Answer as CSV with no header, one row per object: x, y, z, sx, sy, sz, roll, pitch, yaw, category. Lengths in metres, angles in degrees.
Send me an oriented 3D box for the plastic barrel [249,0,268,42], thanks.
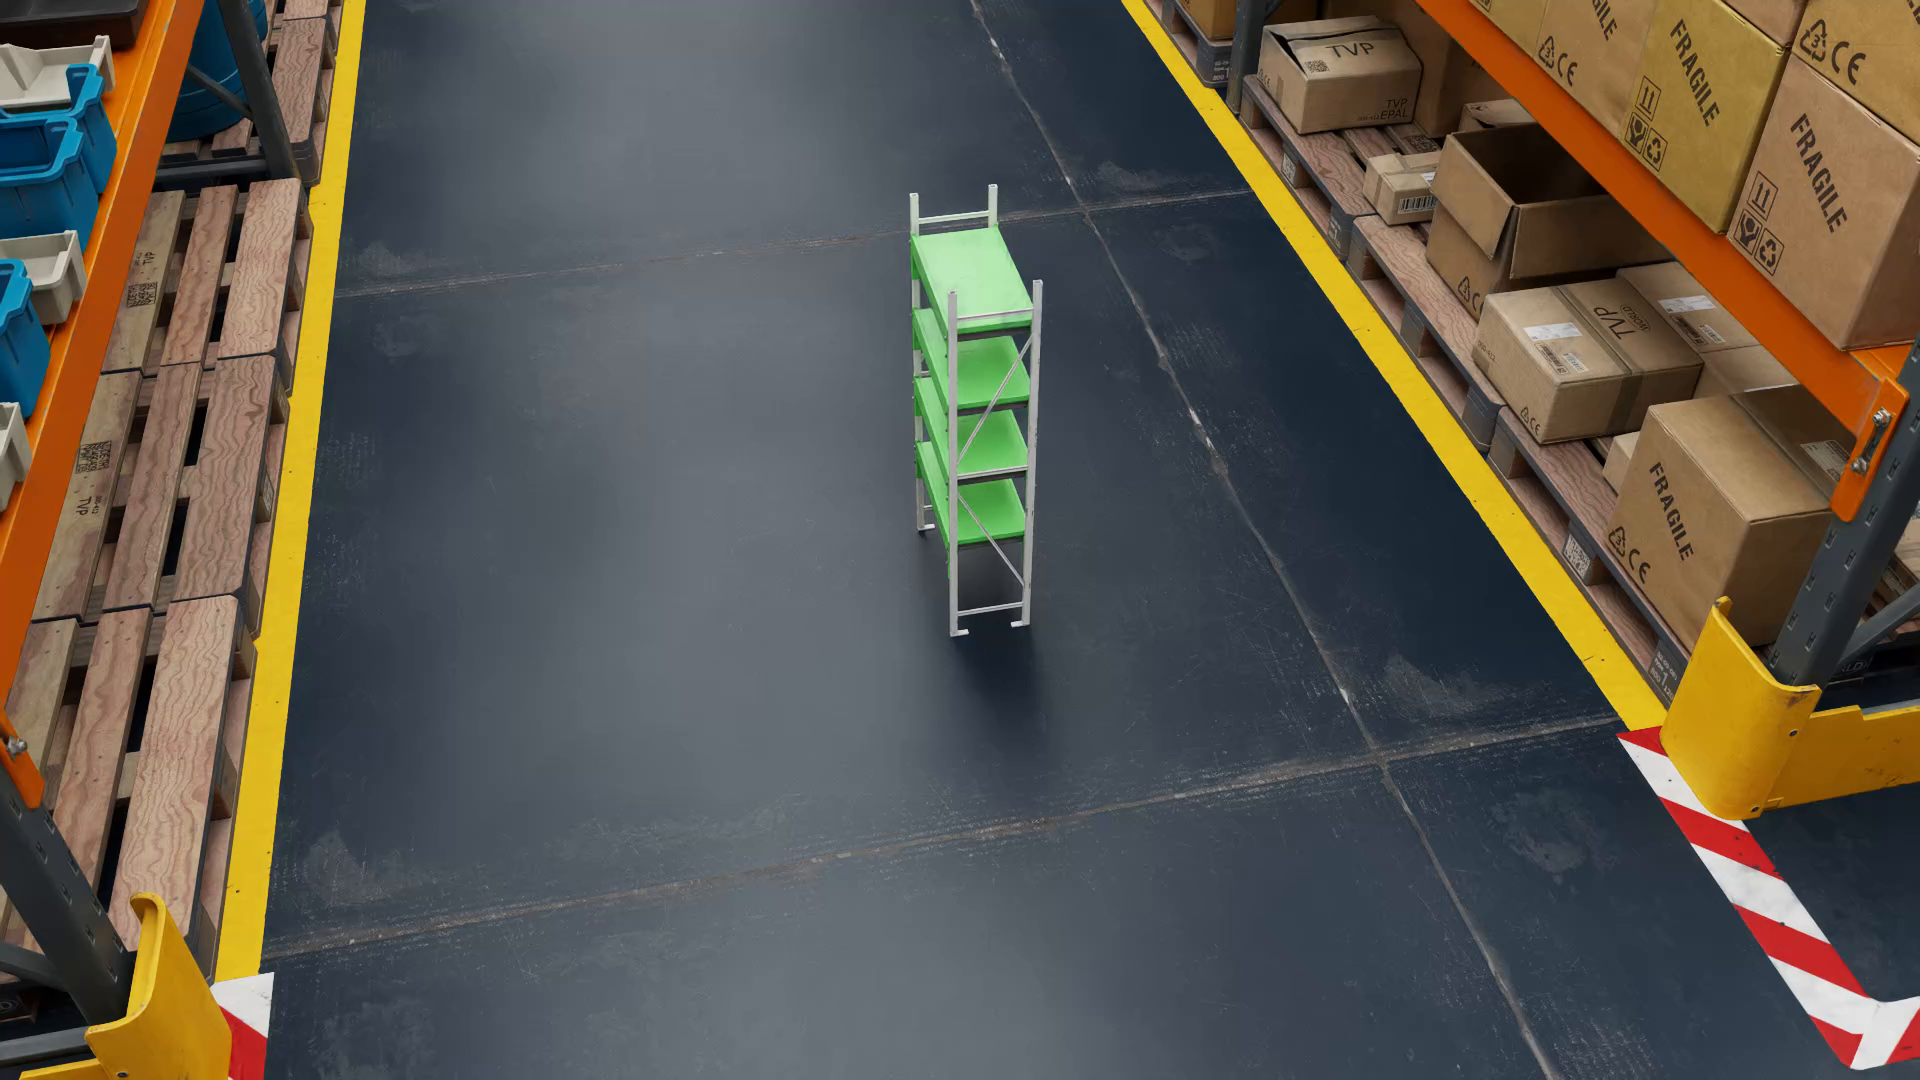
-3.401,-2.586,7.168,0.600,0.901,0.708,-8,42,-9,plastic barrel

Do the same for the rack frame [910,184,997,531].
-0.017,-0.500,4.909,0.240,1.200,0.015,-8,42,-9,rack frame

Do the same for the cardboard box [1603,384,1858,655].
2.195,-0.061,4.611,0.500,0.500,0.500,-8,42,-9,cardboard box

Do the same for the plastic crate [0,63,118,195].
-2.365,-1.022,4.223,0.416,0.233,0.300,-8,42,-9,plastic crate

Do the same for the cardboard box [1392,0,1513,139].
2.090,-2.008,6.804,0.500,0.500,0.500,-8,42,-9,cardboard box

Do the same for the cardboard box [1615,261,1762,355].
2.497,-0.692,5.510,0.500,0.250,0.500,-8,42,-9,cardboard box

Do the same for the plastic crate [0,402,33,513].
-2.004,-0.158,3.322,0.250,0.136,0.298,-8,42,-9,plastic crate

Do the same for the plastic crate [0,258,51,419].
-2.158,-0.401,3.523,0.416,0.233,0.300,-8,42,-9,plastic crate

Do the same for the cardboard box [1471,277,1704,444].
2.020,-0.588,5.392,0.500,0.250,0.500,-8,42,-9,cardboard box

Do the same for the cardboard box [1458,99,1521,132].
2.229,-1.642,6.657,0.380,0.149,0.250,-8,42,-9,cardboard box

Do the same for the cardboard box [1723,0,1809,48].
2.079,-1.502,3.854,0.500,0.500,0.500,-7,42,-8,cardboard box

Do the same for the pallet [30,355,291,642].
-2.684,-0.093,5.196,1.003,0.211,1.213,-8,42,-9,pallet

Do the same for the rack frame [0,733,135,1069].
-2.284,0.193,2.773,1.000,3.000,0.127,-8,42,-9,rack frame

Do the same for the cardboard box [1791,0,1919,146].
2.189,-1.175,3.485,0.500,0.500,0.500,-9,42,-10,cardboard box

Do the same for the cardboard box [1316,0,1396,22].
1.823,-2.685,7.567,0.500,0.500,0.500,-10,43,-11,cardboard box

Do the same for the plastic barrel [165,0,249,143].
-3.248,-2.127,6.651,0.600,0.901,0.708,-8,42,-9,plastic barrel

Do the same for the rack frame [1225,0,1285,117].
1.690,-3.107,6.491,1.000,3.000,0.127,-8,42,-9,rack frame

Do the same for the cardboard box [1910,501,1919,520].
2.744,-0.102,4.908,0.380,0.166,0.250,-8,42,-9,cardboard box

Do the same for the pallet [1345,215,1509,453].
2.104,-0.826,6.022,1.003,0.211,1.213,-8,42,-9,pallet

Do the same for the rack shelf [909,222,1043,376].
0.036,-0.653,4.455,0.258,0.148,0.480,-8,42,-9,rack shelf

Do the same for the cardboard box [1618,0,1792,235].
2.075,-1.139,4.198,0.500,0.500,0.500,-8,42,-9,cardboard box

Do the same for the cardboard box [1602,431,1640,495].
2.196,-0.212,5.032,0.380,0.166,0.250,-8,42,-9,cardboard box

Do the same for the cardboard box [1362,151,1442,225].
1.766,-1.350,6.314,0.380,0.166,0.250,-8,42,-9,cardboard box

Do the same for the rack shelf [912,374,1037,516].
0.036,-0.294,4.773,0.258,0.148,0.480,-8,42,-9,rack shelf

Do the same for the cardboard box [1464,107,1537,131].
2.252,-1.451,6.319,0.500,0.311,0.500,-8,42,-9,cardboard box

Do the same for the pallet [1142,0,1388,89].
1.477,-2.586,8.004,1.003,0.211,1.213,-8,42,-9,pallet

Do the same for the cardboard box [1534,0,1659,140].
1.973,-1.463,4.563,0.500,0.500,0.500,-8,42,-9,cardboard box

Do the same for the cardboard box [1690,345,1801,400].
2.605,-0.368,5.145,0.500,0.250,0.500,-8,42,-9,cardboard box

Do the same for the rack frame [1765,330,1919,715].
2.553,-0.514,3.570,1.000,3.000,0.127,-8,42,-9,rack frame

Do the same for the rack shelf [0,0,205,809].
-2.716,-0.834,4.472,1.077,0.370,4.000,-8,42,-9,rack shelf

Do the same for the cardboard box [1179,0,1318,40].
1.303,-2.616,7.489,0.500,0.500,0.500,-9,42,-10,cardboard box

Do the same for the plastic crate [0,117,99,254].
-2.300,-0.827,4.004,0.416,0.233,0.300,-8,42,-9,plastic crate

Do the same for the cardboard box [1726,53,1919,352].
2.191,-0.803,3.820,0.500,0.500,0.500,-7,42,-8,cardboard box

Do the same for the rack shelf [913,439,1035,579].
0.036,-0.114,4.933,0.258,0.148,0.480,-8,42,-9,rack shelf

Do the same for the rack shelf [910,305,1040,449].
0.036,-0.473,4.614,0.258,0.148,0.480,-8,42,-9,rack shelf

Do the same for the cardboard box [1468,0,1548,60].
1.864,-1.790,4.931,0.500,0.500,0.500,-9,42,-10,cardboard box

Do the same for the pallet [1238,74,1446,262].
1.837,-1.619,6.915,1.003,0.211,1.213,-8,42,-9,pallet

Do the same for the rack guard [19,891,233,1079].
-2.266,1.142,3.587,1.175,0.500,0.348,-8,42,-9,rack guard

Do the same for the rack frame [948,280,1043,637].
0.088,-0.183,4.553,0.240,1.200,0.015,-8,42,-9,rack frame

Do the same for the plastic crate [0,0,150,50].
-2.644,-1.632,4.991,0.437,0.125,0.590,-8,42,-9,plastic crate

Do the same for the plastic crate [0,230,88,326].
-2.151,-0.597,3.817,0.250,0.136,0.298,-8,42,-9,plastic crate

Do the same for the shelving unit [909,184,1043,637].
0.036,-0.341,4.731,0.258,1.200,0.503,-8,42,-9,shelving unit

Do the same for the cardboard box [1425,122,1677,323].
2.100,-1.121,5.802,0.797,0.503,0.637,-8,42,-9,cardboard box

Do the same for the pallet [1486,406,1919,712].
2.364,-0.037,5.133,1.003,0.211,1.213,-8,42,-9,pallet

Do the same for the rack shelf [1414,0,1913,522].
2.121,-1.542,5.269,1.077,0.370,4.000,-8,42,-9,rack shelf

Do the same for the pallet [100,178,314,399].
-2.951,-0.886,6.089,1.003,0.211,1.213,-8,42,-9,pallet

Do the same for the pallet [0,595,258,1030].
-2.424,0.696,4.307,1.003,0.211,1.213,-8,42,-9,pallet

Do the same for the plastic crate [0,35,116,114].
-2.478,-1.238,4.538,0.293,0.136,0.466,-8,42,-9,plastic crate

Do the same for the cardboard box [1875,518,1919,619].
2.798,0.067,4.731,0.380,0.149,0.250,-8,42,-9,cardboard box

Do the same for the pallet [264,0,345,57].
-3.540,-2.655,8.082,1.003,0.211,1.213,-8,42,-9,pallet

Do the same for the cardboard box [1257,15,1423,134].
1.569,-1.963,6.896,0.500,0.311,0.500,-8,42,-9,cardboard box

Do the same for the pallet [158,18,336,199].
-3.273,-1.863,7.190,1.003,0.211,1.213,-8,42,-9,pallet

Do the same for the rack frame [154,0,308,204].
-3.148,-2.400,5.694,1.000,3.000,0.127,-8,42,-9,rack frame

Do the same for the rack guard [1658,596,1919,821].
2.537,0.371,4.455,1.175,0.500,0.348,-8,42,-9,rack guard
